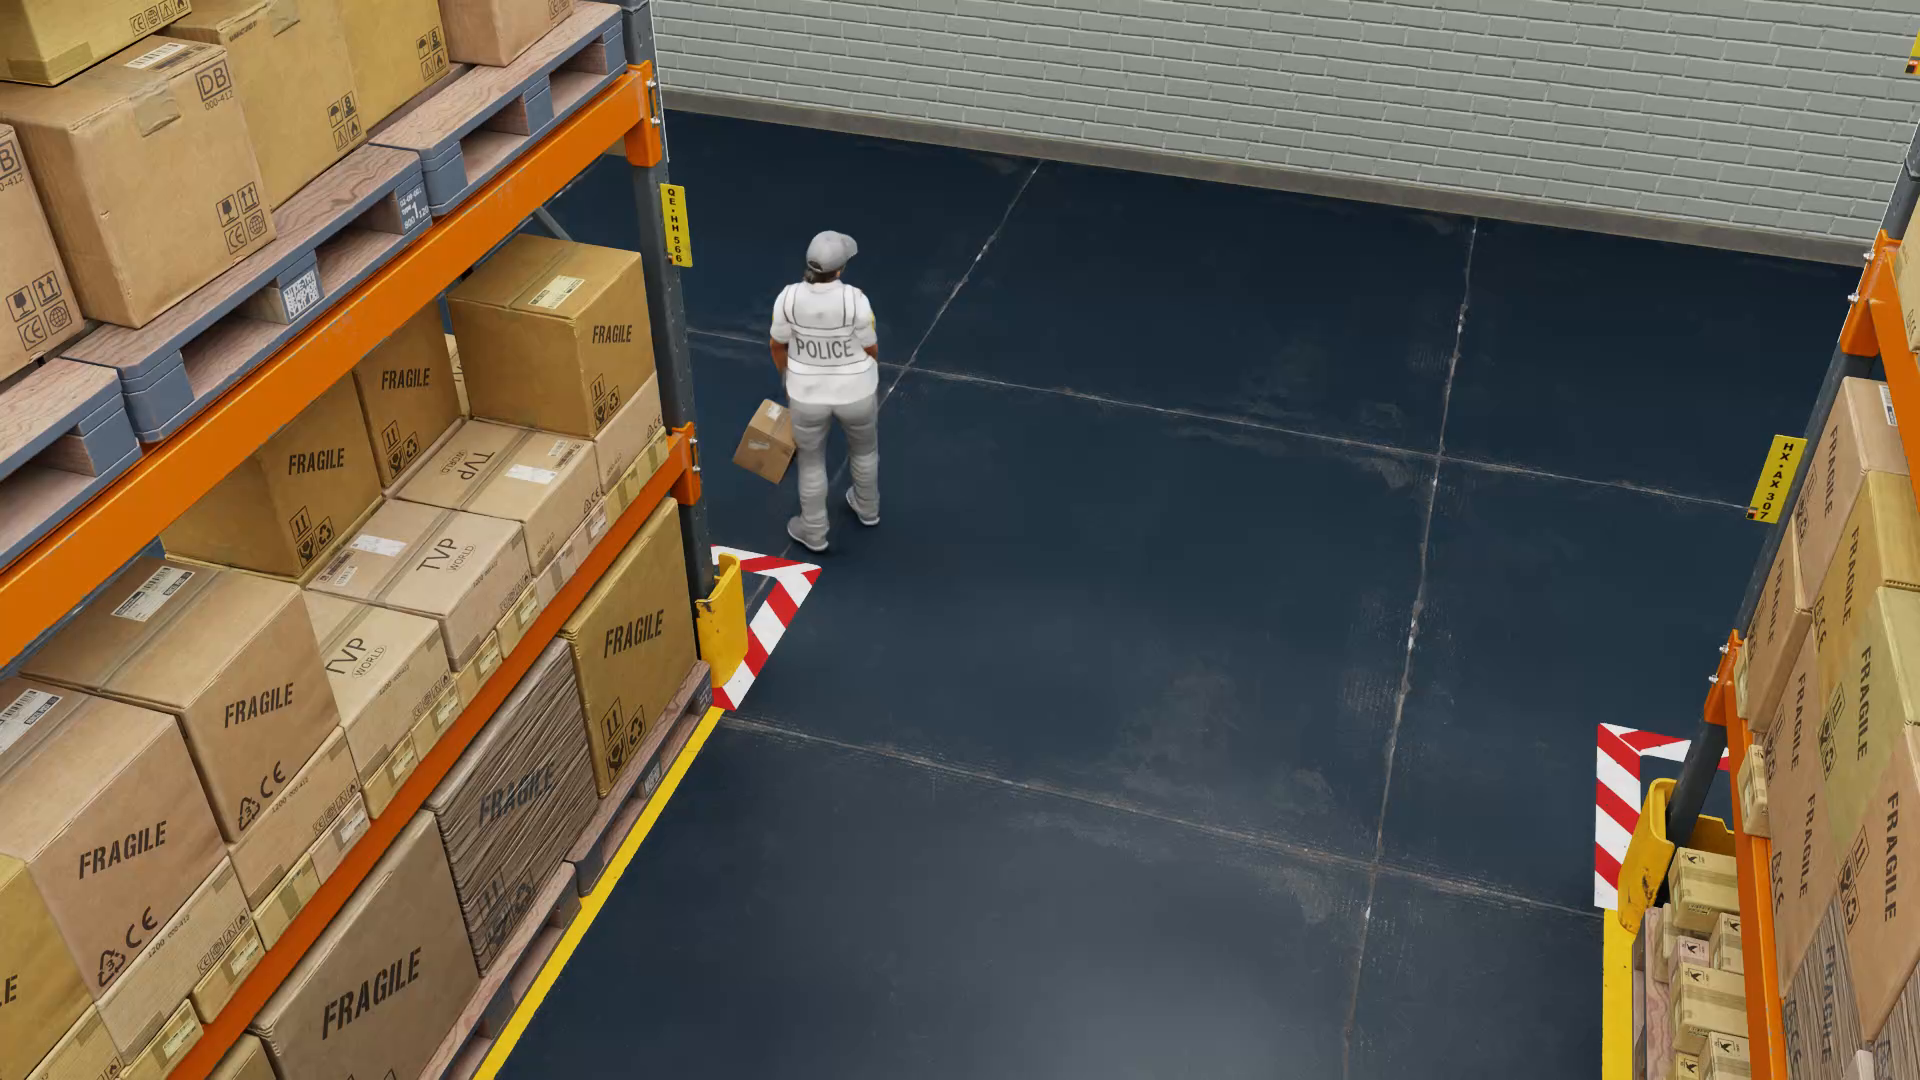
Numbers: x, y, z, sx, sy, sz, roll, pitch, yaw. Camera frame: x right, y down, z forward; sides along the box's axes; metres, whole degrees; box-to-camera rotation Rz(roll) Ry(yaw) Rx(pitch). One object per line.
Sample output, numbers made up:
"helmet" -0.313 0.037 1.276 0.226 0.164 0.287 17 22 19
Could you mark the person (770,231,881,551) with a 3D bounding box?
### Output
"person" -0.622 -0.725 7.812 0.497 1.672 0.528 -1 37 -2
